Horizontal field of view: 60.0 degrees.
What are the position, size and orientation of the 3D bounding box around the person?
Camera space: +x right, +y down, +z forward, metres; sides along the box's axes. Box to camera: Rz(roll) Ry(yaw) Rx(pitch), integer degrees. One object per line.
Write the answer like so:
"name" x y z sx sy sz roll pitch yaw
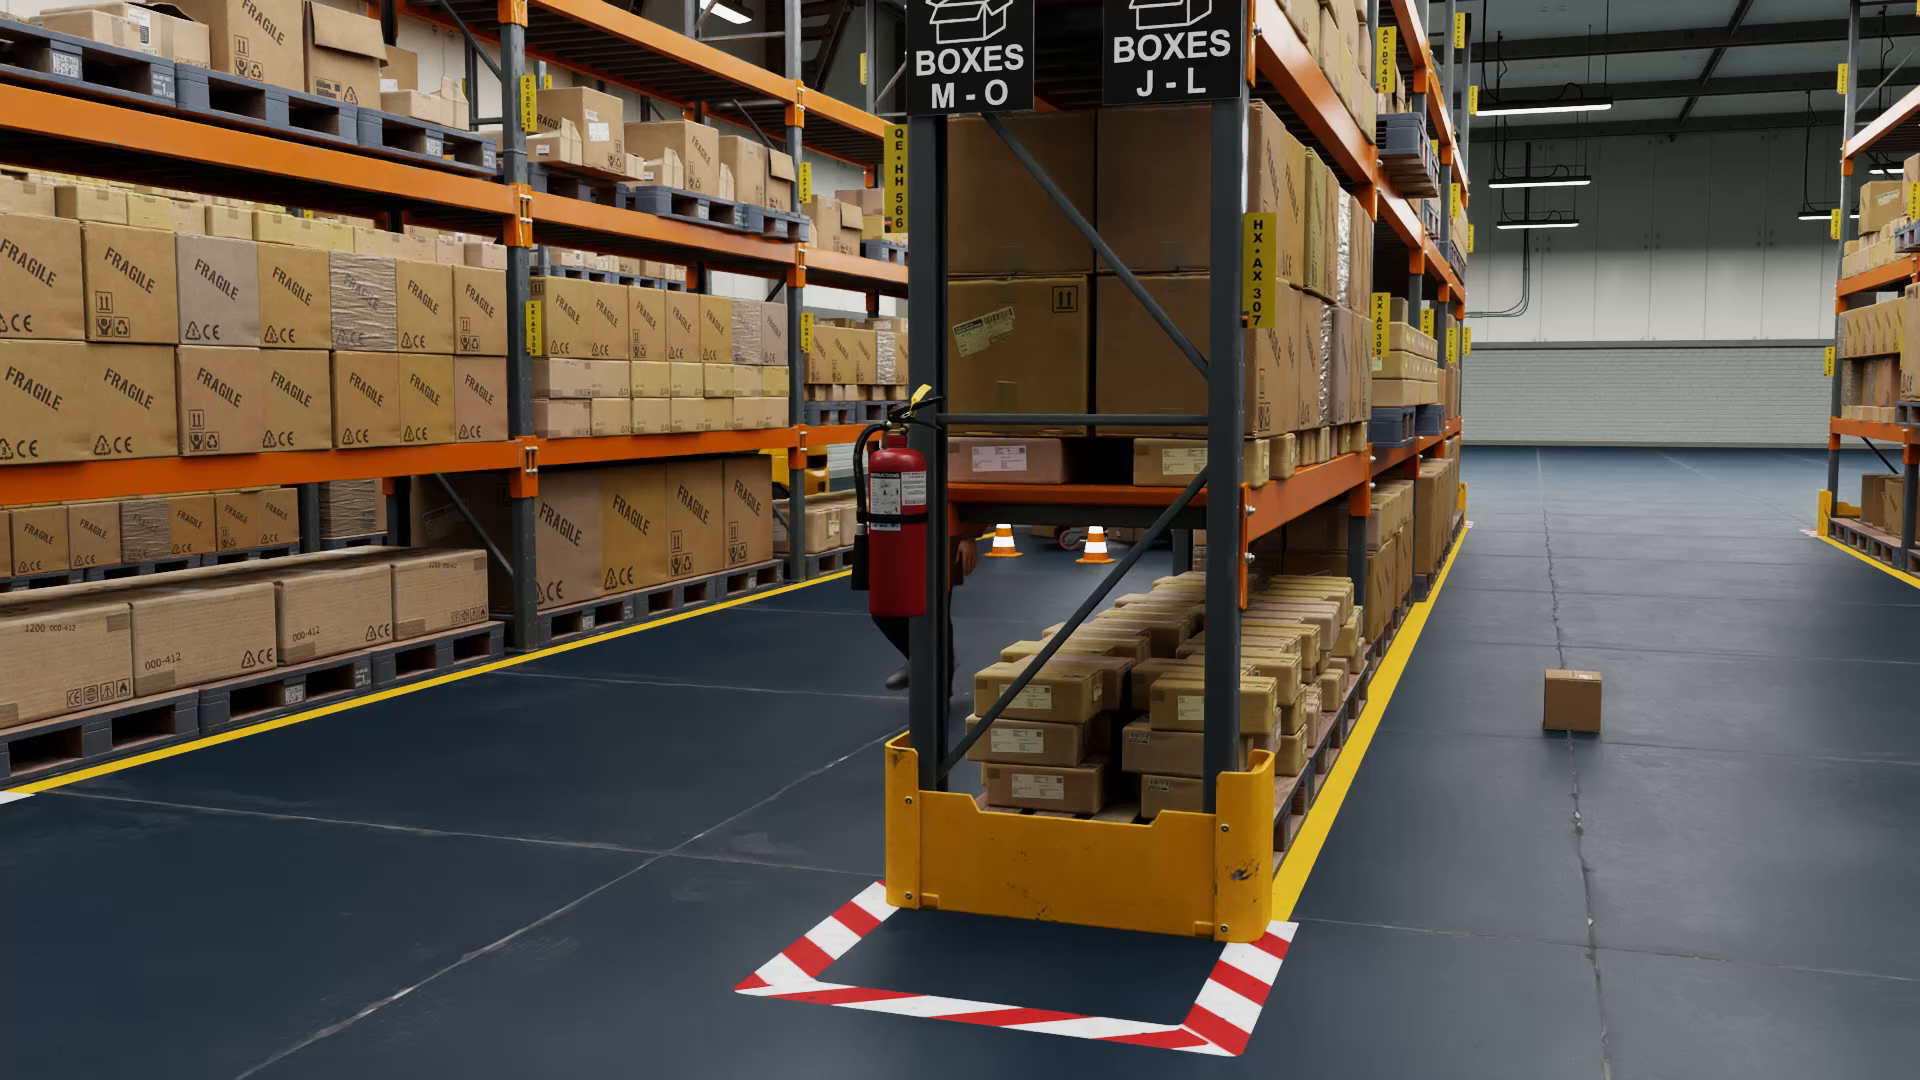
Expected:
"person" -0.142 -0.026 8.129 0.625 1.771 0.580 3 6 32
